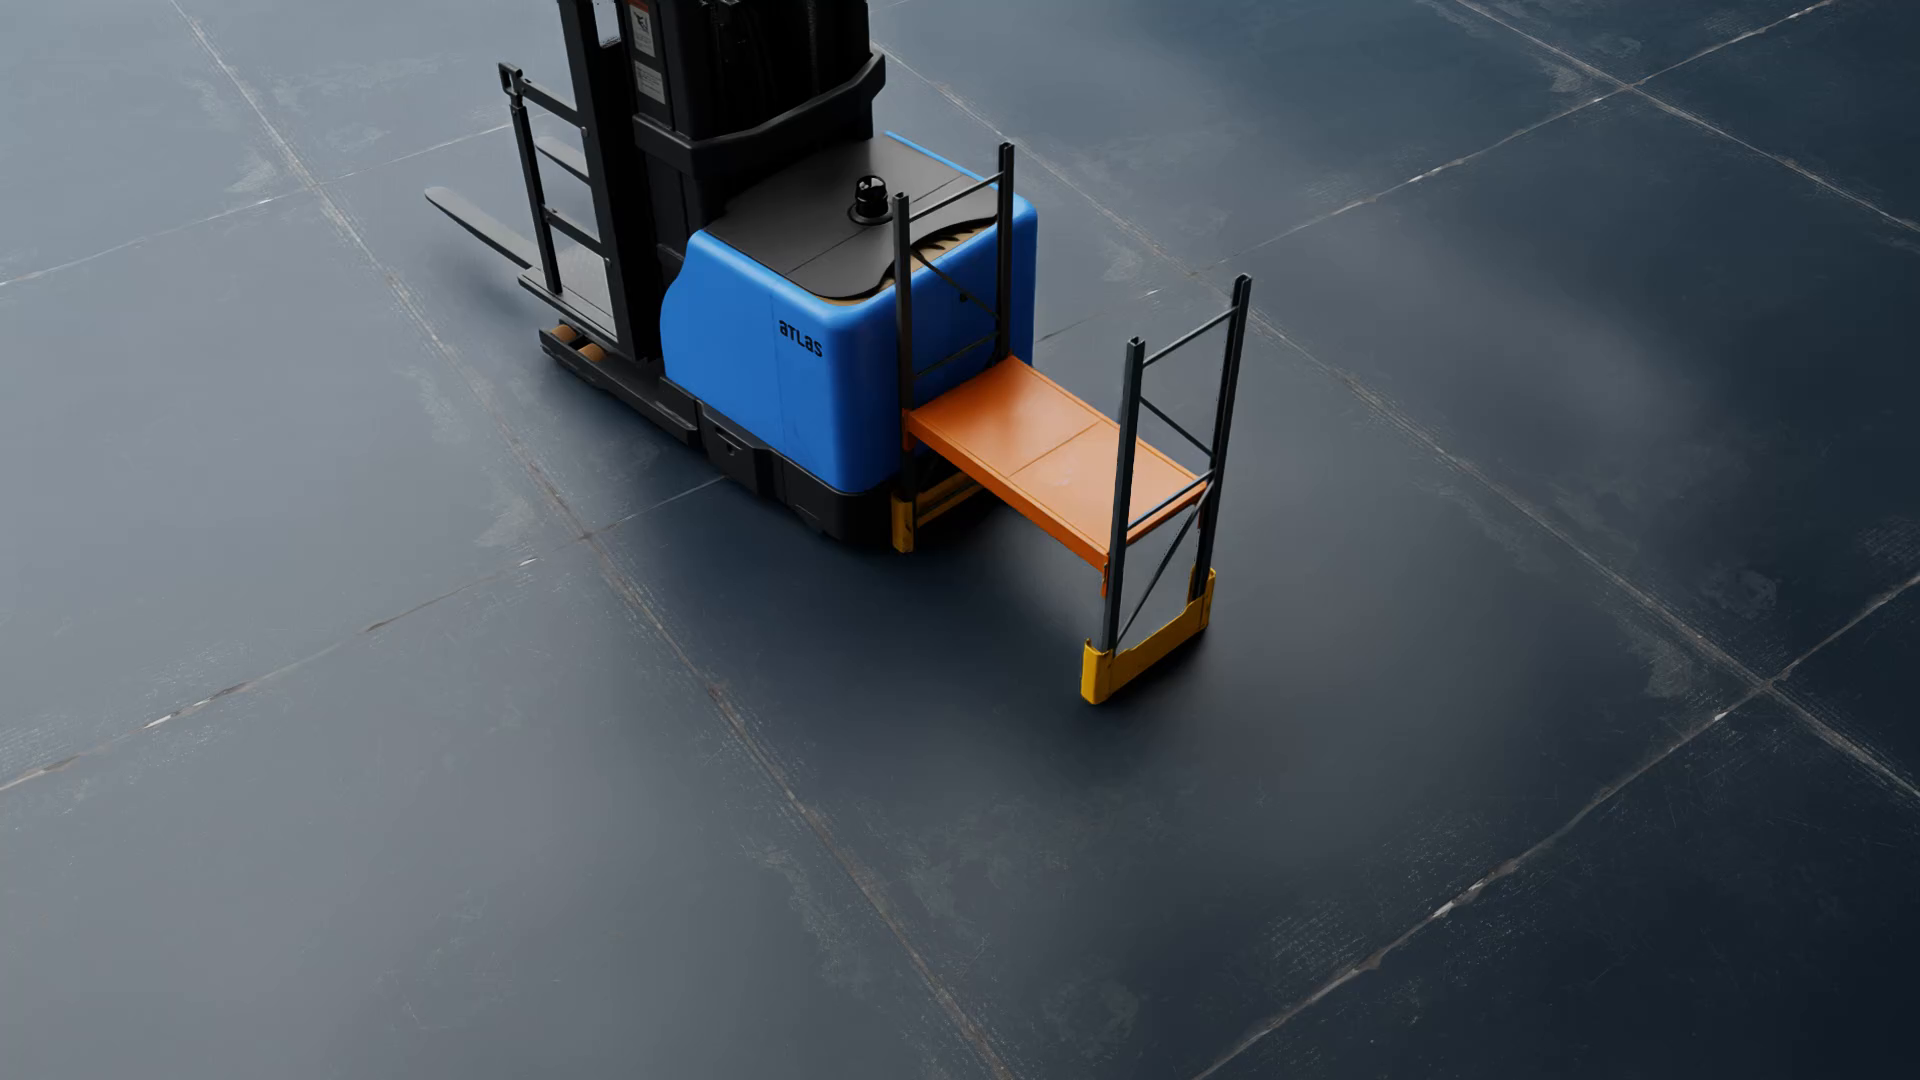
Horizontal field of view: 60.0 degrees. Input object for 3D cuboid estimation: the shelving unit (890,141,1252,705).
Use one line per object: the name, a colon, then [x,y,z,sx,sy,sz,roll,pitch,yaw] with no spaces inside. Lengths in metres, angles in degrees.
shelving unit: [0.317,-0.388,5.570,0.587,1.500,1.083,-32,52,-29]

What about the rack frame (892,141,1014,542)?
rack frame: [-0.017,-0.644,5.838,0.500,1.500,0.032,-32,52,-29]

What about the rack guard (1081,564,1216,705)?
rack guard: [0.651,0.320,5.734,0.587,0.250,0.087,-32,52,-29]

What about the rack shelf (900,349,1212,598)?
rack shelf: [0.323,-0.253,5.689,0.538,0.185,1.000,-32,52,-29]

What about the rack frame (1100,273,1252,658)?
rack frame: [0.664,-0.122,5.292,0.500,1.500,0.032,-32,52,-29]

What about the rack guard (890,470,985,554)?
rack guard: [-0.016,-0.191,6.269,0.587,0.250,0.087,-32,52,-29]

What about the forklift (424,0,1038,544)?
forklift: [-1.122,-1.943,6.162,3.031,2.935,1.130,33,53,30]
